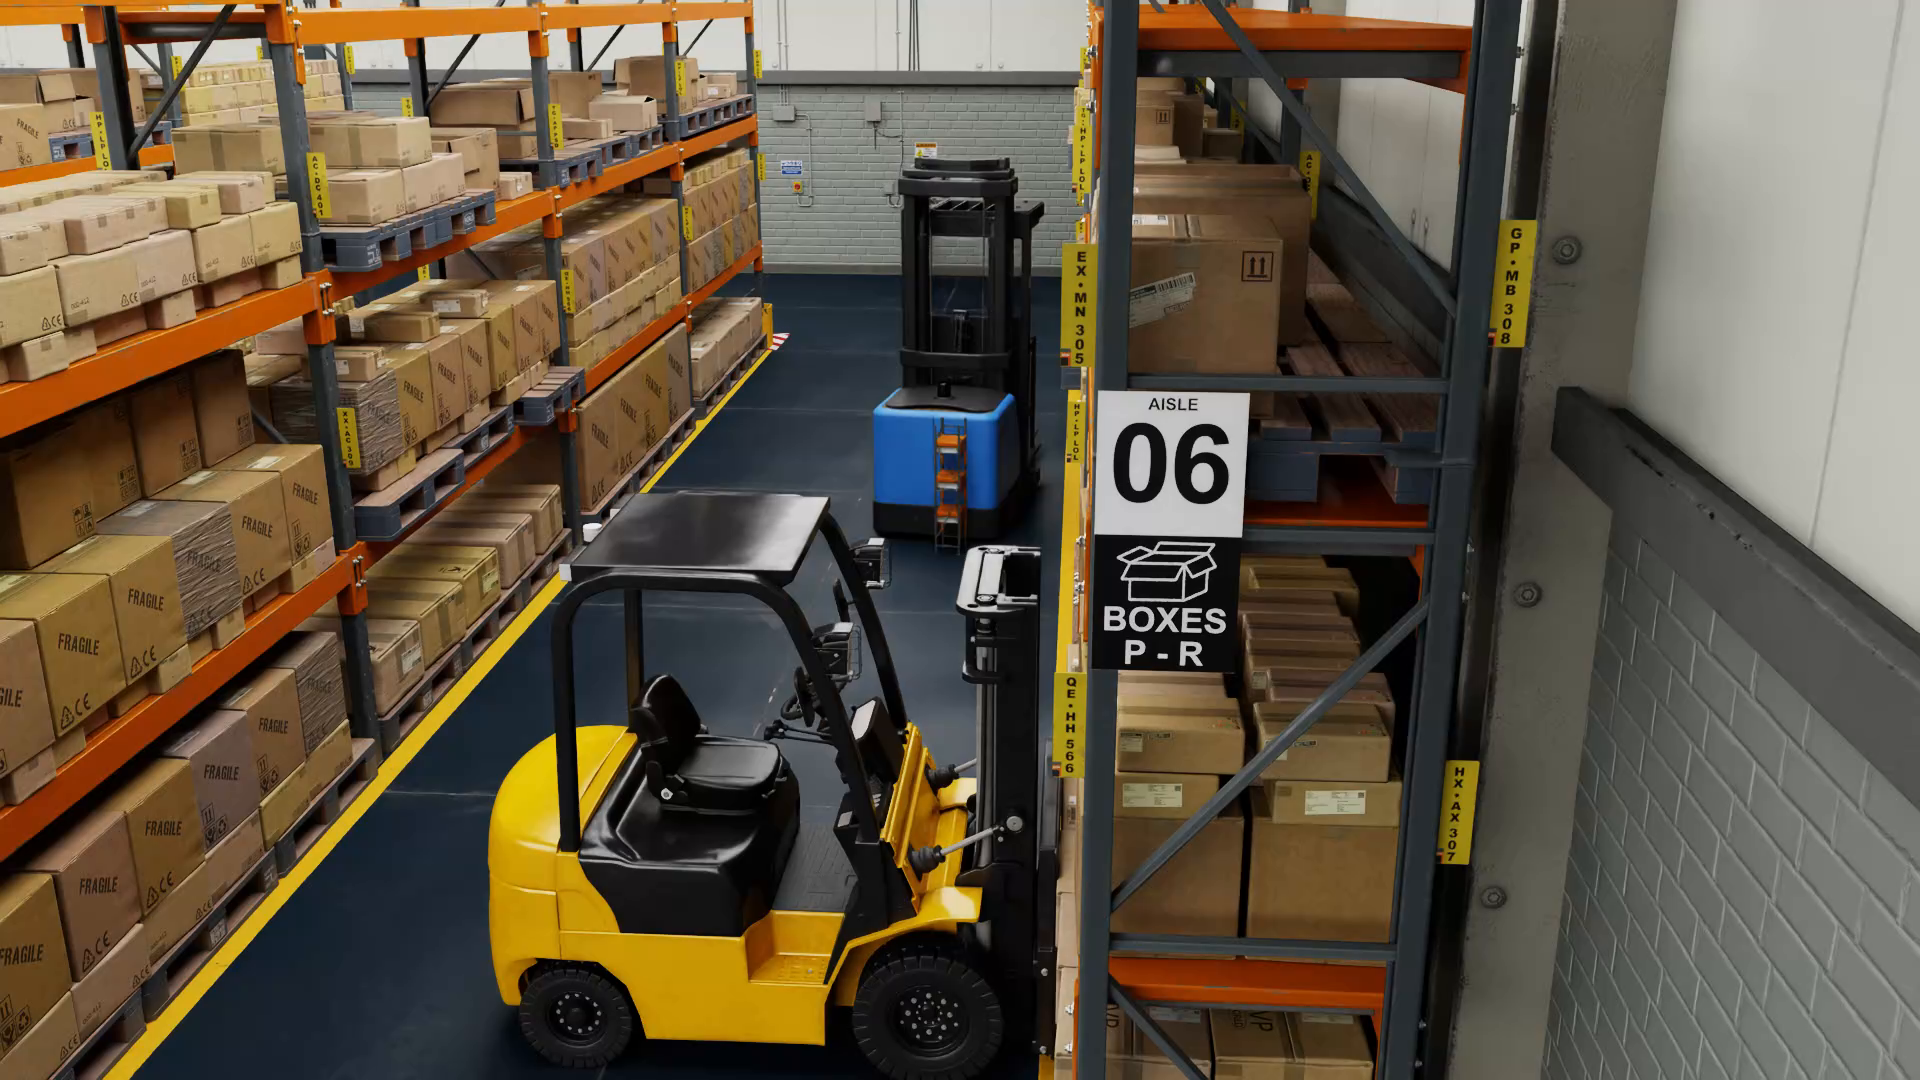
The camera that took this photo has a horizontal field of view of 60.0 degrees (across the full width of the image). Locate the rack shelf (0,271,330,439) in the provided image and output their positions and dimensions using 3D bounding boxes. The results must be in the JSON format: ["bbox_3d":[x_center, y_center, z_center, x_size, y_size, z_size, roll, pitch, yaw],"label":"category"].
[{"bbox_3d":[-3.951,-0.605,6.791,1.077,0.370,4.000,1,18,4],"label":"rack shelf"}]

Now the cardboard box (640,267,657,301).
[{"bbox_3d":[-3.083,-2.335,15.170,0.500,0.250,0.500,2,18,5],"label":"cardboard box"}]

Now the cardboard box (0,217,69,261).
[{"bbox_3d":[-3.725,-1.163,6.461,0.380,0.149,0.250,2,18,5],"label":"cardboard box"}]

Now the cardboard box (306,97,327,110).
[{"bbox_3d":[-7.690,-4.997,19.280,0.500,0.250,0.500,1,18,4],"label":"cardboard box"}]

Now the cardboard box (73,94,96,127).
[{"bbox_3d":[-8.452,-4.021,15.527,0.500,0.311,0.500,1,18,3],"label":"cardboard box"}]

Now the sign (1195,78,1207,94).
[{"bbox_3d":[2.270,-4.365,15.646,0.100,0.325,0.005,1,18,4],"label":"sign"}]

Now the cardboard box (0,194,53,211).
[{"bbox_3d":[-4.187,-1.415,7.229,0.380,0.149,0.250,1,18,2],"label":"cardboard box"}]

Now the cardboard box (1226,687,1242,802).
[{"bbox_3d":[1.184,0.852,5.846,0.500,0.500,0.500,2,18,6],"label":"cardboard box"}]

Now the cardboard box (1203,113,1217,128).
[{"bbox_3d":[1.732,-3.069,12.277,0.380,0.149,0.250,1,18,2],"label":"cardboard box"}]

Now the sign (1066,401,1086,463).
[{"bbox_3d":[0.601,-0.555,8.567,0.100,0.325,0.005,1,18,4],"label":"sign"}]

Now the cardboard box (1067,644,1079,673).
[{"bbox_3d":[0.796,0.742,8.477,0.500,0.250,0.500,1,18,3],"label":"cardboard box"}]

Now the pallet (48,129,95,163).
[{"bbox_3d":[-8.401,-3.531,14.867,1.213,0.211,1.003,1,18,4],"label":"pallet"}]

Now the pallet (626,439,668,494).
[{"bbox_3d":[-3.299,-0.681,15.163,1.003,0.211,1.213,1,18,4],"label":"pallet"}]

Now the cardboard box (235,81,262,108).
[{"bbox_3d":[-7.815,-4.753,17.732,0.500,0.250,0.500,2,18,5],"label":"cardboard box"}]

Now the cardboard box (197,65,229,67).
[{"bbox_3d":[-8.283,-5.153,18.312,0.380,0.149,0.250,2,18,6],"label":"cardboard box"}]

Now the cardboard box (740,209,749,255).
[{"bbox_3d":[-2.769,-3.606,19.450,0.500,0.500,0.500,1,18,3],"label":"cardboard box"}]

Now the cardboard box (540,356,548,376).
[{"bbox_3d":[-3.257,-1.273,12.221,0.380,0.149,0.250,2,18,5],"label":"cardboard box"}]

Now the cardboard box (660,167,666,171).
[{"bbox_3d":[-3.375,-3.957,17.873,0.380,0.149,0.250,1,18,3],"label":"cardboard box"}]

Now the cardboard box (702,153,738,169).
[{"bbox_3d":[-2.762,-4.346,19.061,0.380,0.149,0.250,2,18,5],"label":"cardboard box"}]

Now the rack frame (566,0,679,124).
[{"bbox_3d":[-3.235,-5.478,15.690,1.000,3.000,0.127,1,18,4],"label":"rack frame"}]

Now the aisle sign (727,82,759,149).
[{"bbox_3d":[-2.633,-5.121,20.058,0.394,0.787,0.004,1,18,4],"label":"aisle sign"}]

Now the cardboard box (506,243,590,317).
[{"bbox_3d":[-3.242,-2.056,13.113,0.500,0.500,0.500,1,18,2],"label":"cardboard box"}]

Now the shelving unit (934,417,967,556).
[{"bbox_3d":[-0.073,-0.418,13.012,0.215,1.050,0.252,4,19,11],"label":"shelving unit"}]

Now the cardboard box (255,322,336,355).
[{"bbox_3d":[-3.964,-1.202,9.920,0.380,0.149,0.250,1,18,2],"label":"cardboard box"}]

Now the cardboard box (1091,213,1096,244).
[{"bbox_3d":[0.734,-1.188,6.794,0.396,0.266,0.258,1,18,3],"label":"cardboard box"}]

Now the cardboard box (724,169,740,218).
[{"bbox_3d":[-2.792,-3.921,18.805,0.500,0.500,0.500,1,18,4],"label":"cardboard box"}]

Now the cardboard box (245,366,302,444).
[{"bbox_3d":[-4.004,-0.680,9.368,0.500,0.500,0.500,1,18,3],"label":"cardboard box"}]

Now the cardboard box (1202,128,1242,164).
[{"bbox_3d":[1.634,-2.646,11.270,0.500,0.250,0.500,1,18,4],"label":"cardboard box"}]

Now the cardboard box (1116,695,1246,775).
[{"bbox_3d":[0.672,0.596,5.107,0.380,0.149,0.250,1,18,4],"label":"cardboard box"}]

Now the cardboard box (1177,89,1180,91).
[{"bbox_3d":[1.815,-4.036,15.197,0.380,0.149,0.250,1,18,4],"label":"cardboard box"}]

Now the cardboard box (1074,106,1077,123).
[{"bbox_3d":[1.245,-3.907,15.282,0.380,0.149,0.250,1,18,5],"label":"cardboard box"}]

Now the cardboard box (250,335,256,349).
[{"bbox_3d":[-7.904,-2.182,18.213,0.380,0.149,0.250,1,18,2],"label":"cardboard box"}]

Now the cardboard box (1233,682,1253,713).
[{"bbox_3d":[1.118,0.597,5.581,0.380,0.149,0.250,1,18,3],"label":"cardboard box"}]

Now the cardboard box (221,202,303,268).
[{"bbox_3d":[-3.571,-1.495,8.113,0.500,0.250,0.500,1,18,3],"label":"cardboard box"}]

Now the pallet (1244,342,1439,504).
[{"bbox_3d":[0.933,-0.393,5.131,1.003,0.211,1.213,1,18,4],"label":"pallet"}]

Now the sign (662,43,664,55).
[{"bbox_3d":[-3.501,-5.762,19.844,0.100,0.325,0.005,1,18,4],"label":"sign"}]

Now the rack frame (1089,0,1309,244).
[{"bbox_3d":[1.143,-2.884,7.773,1.000,3.000,0.127,1,18,4],"label":"rack frame"}]

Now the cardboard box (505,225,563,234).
[{"bbox_3d":[-3.674,-2.388,14.127,0.500,0.500,0.500,1,18,4],"label":"cardboard box"}]

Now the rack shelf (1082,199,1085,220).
[{"bbox_3d":[1.573,-2.980,14.039,1.077,0.370,4.000,1,18,4],"label":"rack shelf"}]

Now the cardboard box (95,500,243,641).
[{"bbox_3d":[-3.655,0.133,7.561,0.500,0.500,0.500,2,18,5],"label":"cardboard box"}]

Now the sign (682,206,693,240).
[{"bbox_3d":[-2.693,-3.131,16.429,0.100,0.325,0.005,1,18,4],"label":"sign"}]

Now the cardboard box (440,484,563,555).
[{"bbox_3d":[-3.572,-0.161,12.642,0.950,0.372,0.625,0,18,0],"label":"cardboard box"}]

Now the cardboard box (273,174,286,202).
[{"bbox_3d":[-3.911,-1.881,9.096,0.500,0.250,0.500,1,18,3],"label":"cardboard box"}]

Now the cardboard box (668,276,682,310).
[{"bbox_3d":[-3.015,-2.411,16.205,0.500,0.250,0.500,1,18,3],"label":"cardboard box"}]

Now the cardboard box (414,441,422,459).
[{"bbox_3d":[-3.483,-0.555,10.028,0.380,0.149,0.250,2,18,7],"label":"cardboard box"}]

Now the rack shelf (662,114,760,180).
[{"bbox_3d":[-3.091,-4.332,18.165,1.077,0.370,4.000,1,18,4],"label":"rack shelf"}]

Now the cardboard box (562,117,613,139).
[{"bbox_3d":[-3.220,-3.551,14.326,0.380,0.166,0.250,3,18,9],"label":"cardboard box"}]

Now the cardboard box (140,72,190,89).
[{"bbox_3d":[-7.917,-4.573,16.541,0.380,0.149,0.250,1,18,3],"label":"cardboard box"}]

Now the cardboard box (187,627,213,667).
[{"bbox_3d":[-3.645,0.478,7.552,0.380,0.149,0.250,1,18,3],"label":"cardboard box"}]

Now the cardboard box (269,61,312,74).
[{"bbox_3d":[-7.756,-5.466,19.268,0.380,0.149,0.250,1,18,2],"label":"cardboard box"}]

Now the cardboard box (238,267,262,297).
[{"bbox_3d":[-3.632,-1.268,8.061,0.380,0.149,0.250,2,18,5],"label":"cardboard box"}]

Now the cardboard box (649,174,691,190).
[{"bbox_3d":[-2.951,-3.631,16.878,0.380,0.149,0.250,2,18,5],"label":"cardboard box"}]

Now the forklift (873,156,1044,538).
[{"bbox_3d":[0.103,-1.825,14.284,1.130,2.935,3.031,4,19,11],"label":"forklift"}]

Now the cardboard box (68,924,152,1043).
[{"bbox_3d":[-3.717,1.804,6.842,0.500,0.250,0.500,2,18,6],"label":"cardboard box"}]

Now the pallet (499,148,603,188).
[{"bbox_3d":[-3.528,-2.922,13.009,1.213,0.211,1.003,2,18,6],"label":"pallet"}]
